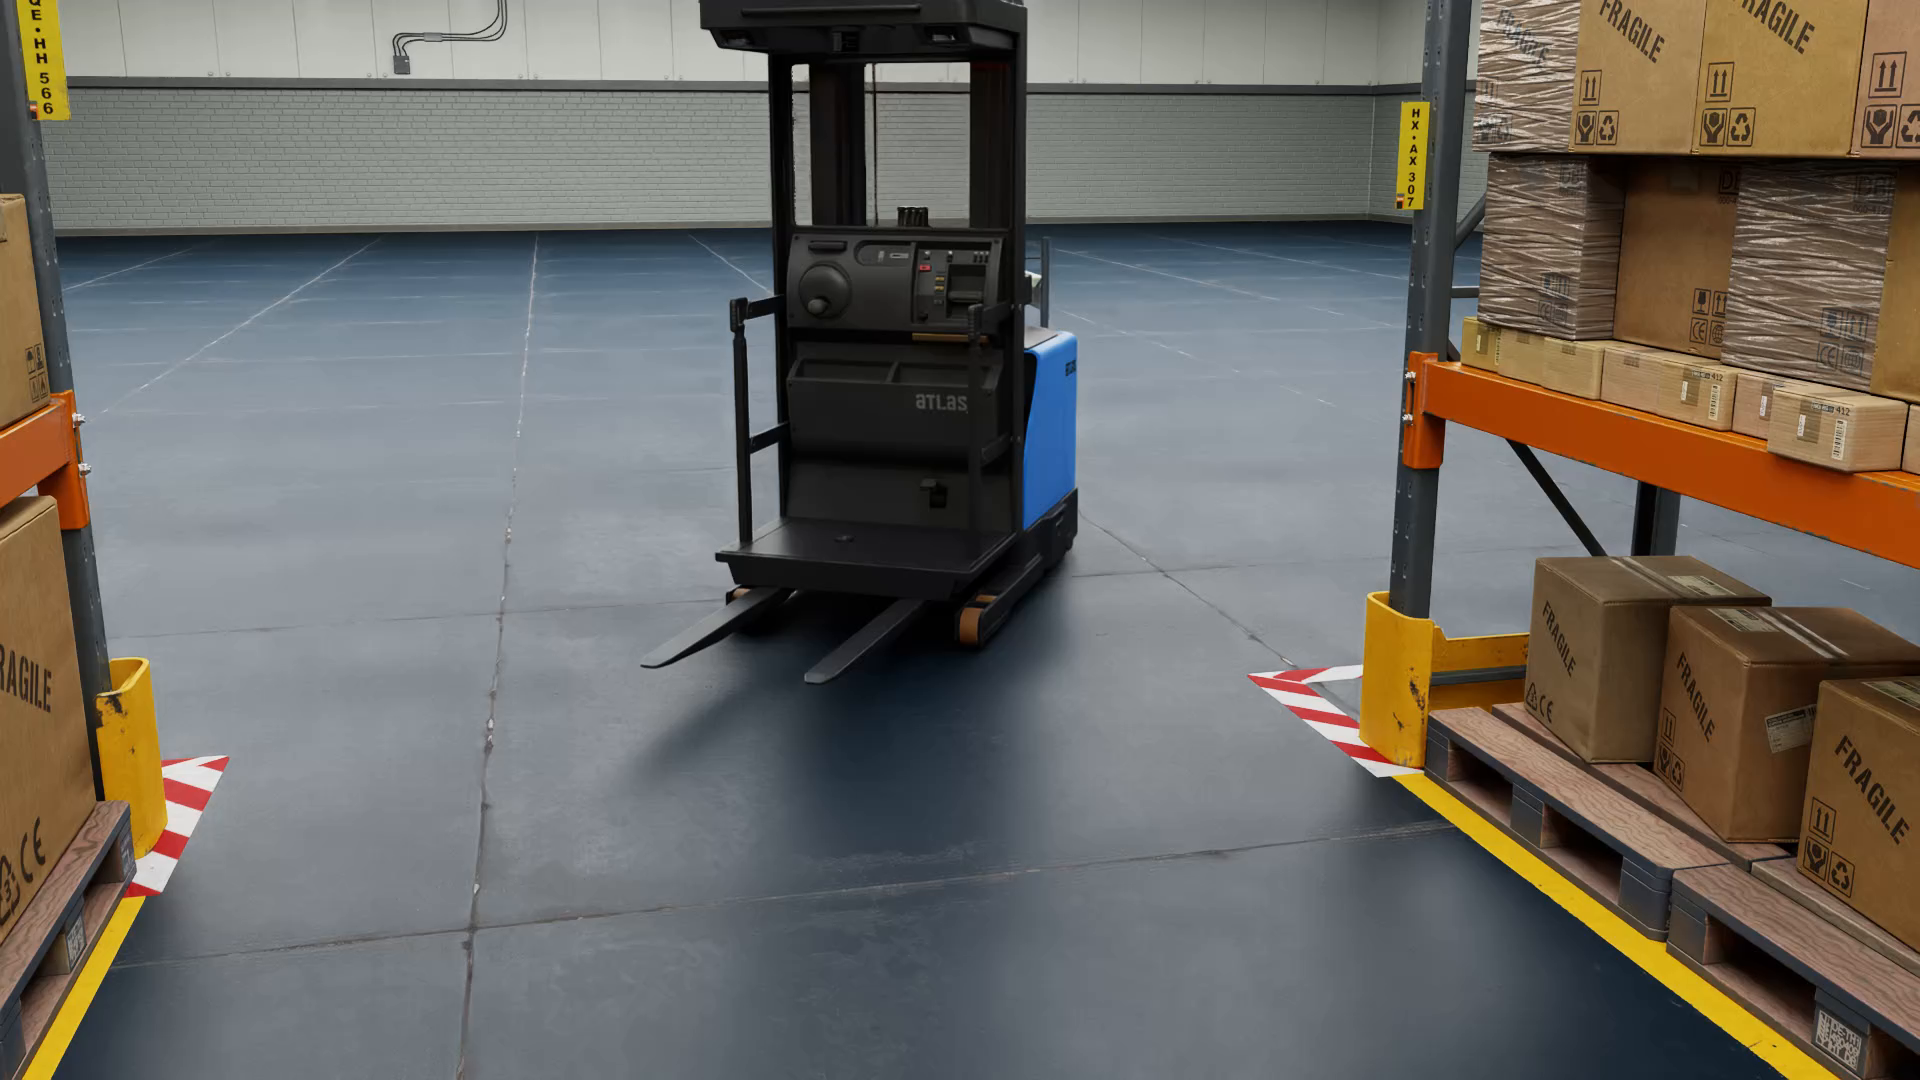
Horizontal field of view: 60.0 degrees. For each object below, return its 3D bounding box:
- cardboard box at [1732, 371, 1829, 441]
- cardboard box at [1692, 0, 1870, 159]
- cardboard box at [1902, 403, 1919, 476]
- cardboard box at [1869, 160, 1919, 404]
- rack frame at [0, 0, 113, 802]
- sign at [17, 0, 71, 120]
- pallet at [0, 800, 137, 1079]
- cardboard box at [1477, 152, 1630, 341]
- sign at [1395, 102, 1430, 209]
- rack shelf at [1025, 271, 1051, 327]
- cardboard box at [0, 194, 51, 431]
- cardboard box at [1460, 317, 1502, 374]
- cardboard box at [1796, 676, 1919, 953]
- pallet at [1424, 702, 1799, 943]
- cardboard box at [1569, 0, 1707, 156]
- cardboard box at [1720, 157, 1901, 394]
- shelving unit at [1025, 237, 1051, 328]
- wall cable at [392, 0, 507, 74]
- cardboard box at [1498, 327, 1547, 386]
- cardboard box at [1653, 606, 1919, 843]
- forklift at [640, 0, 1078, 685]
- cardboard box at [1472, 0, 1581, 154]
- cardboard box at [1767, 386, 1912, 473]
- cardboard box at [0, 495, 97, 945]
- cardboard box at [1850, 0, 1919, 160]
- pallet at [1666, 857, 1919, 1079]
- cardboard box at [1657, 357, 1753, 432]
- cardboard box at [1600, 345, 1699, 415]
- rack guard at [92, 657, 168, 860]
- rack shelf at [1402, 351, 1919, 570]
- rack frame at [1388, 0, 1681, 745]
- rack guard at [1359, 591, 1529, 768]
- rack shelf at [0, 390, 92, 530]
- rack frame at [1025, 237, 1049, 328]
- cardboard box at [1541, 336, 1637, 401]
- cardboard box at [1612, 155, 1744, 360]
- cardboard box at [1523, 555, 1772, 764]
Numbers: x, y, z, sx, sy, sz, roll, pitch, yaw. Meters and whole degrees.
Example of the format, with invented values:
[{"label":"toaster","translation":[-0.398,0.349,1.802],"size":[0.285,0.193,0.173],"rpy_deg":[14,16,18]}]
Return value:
[{"label":"cardboard box","translation":[2.073,-0.315,3.924],"size":[0.380,0.149,0.250],"rpy_deg":[-3,14,-13]},{"label":"cardboard box","translation":[2.031,-1.109,3.703],"size":[0.500,0.500,0.500],"rpy_deg":[-3,14,-13]},{"label":"cardboard box","translation":[2.218,-0.201,3.458],"size":[0.380,0.149,0.250],"rpy_deg":[-3,14,-13]},{"label":"cardboard box","translation":[2.455,-0.526,3.422],"size":[0.875,0.500,0.500],"rpy_deg":[-3,14,-13]},{"label":"rack frame","translation":[-2.908,-0.550,4.360],"size":[1.000,3.000,0.127],"rpy_deg":[-3,14,-13]},{"label":"sign","translation":[-2.377,-1.255,4.305],"size":[0.100,0.325,0.005],"rpy_deg":[-3,14,-13]},{"label":"pallet","translation":[-2.644,0.984,3.954],"size":[1.003,0.211,1.213],"rpy_deg":[-3,14,-13]},{"label":"cardboard box","translation":[2.040,-0.868,4.823],"size":[0.875,0.500,0.500],"rpy_deg":[-3,14,-13]},{"label":"sign","translation":[1.410,-1.194,5.169],"size":[0.100,0.325,0.005],"rpy_deg":[-3,14,-13]},{"label":"rack shelf","translation":[0.170,-1.233,8.668],"size":[0.431,0.370,0.720],"rpy_deg":[-3,14,-12]},{"label":"cardboard box","translation":[-2.776,-0.540,4.002],"size":[0.875,0.550,0.550],"rpy_deg":[-3,14,-13]},{"label":"cardboard box","translation":[1.773,-0.603,5.102],"size":[0.380,0.149,0.250],"rpy_deg":[-3,14,-13]},{"label":"cardboard box","translation":[2.370,0.633,3.897],"size":[0.500,0.500,0.500],"rpy_deg":[-2,14,-8]},{"label":"pallet","translation":[2.112,0.758,4.880],"size":[1.003,0.211,1.213],"rpy_deg":[-3,14,-13]},{"label":"cardboard box","translation":[1.912,-1.225,4.175],"size":[0.500,0.500,0.500],"rpy_deg":[-3,14,-13]},{"label":"cardboard box","translation":[2.349,-0.642,3.897],"size":[0.875,0.500,0.500],"rpy_deg":[-3,14,-13]},{"label":"shelving unit","translation":[0.170,-0.854,8.761],"size":[0.431,1.500,0.755],"rpy_deg":[-3,14,-12]},{"label":"wall cable","translation":[-10.453,-12.529,33.583],"size":[2.305,6.003,0.169],"rpy_deg":[-3,14,-13]},{"label":"cardboard box","translation":[1.813,-0.544,4.862],"size":[0.380,0.149,0.250],"rpy_deg":[-3,14,-13]},{"label":"cardboard box","translation":[2.241,0.488,4.493],"size":[0.500,0.500,0.500],"rpy_deg":[0,14,2]},{"label":"forklift","translation":[-0.338,-1.096,6.736],"size":[1.130,2.935,3.031],"rpy_deg":[4,14,17]},{"label":"cardboard box","translation":[1.802,-1.340,4.649],"size":[0.500,0.500,0.500],"rpy_deg":[-3,14,-13]},{"label":"cardboard box","translation":[2.031,-0.251,3.664],"size":[0.380,0.149,0.250],"rpy_deg":[-3,14,-13]},{"label":"cardboard box","translation":[-2.684,0.430,3.937],"size":[0.875,0.875,0.875],"rpy_deg":[-3,14,-13]},{"label":"cardboard box","translation":[2.154,-0.994,3.232],"size":[0.500,0.500,0.500],"rpy_deg":[-3,14,-13]},{"label":"pallet","translation":[2.395,1.039,3.730],"size":[1.003,0.211,1.213],"rpy_deg":[-3,14,-13]},{"label":"cardboard box","translation":[1.987,-0.371,4.153],"size":[0.380,0.149,0.250],"rpy_deg":[-3,14,-13]},{"label":"cardboard box","translation":[1.936,-0.429,4.391],"size":[0.380,0.149,0.250],"rpy_deg":[-3,14,-13]},{"label":"rack guard","translation":[-2.913,0.658,4.679],"size":[1.175,0.500,0.348],"rpy_deg":[-3,14,-13]},{"label":"rack shelf","translation":[2.407,0.007,3.593],"size":[1.077,0.370,4.000],"rpy_deg":[-3,14,-13]},{"label":"rack frame","translation":[1.937,-0.804,5.396],"size":[1.000,3.000,0.127],"rpy_deg":[-3,14,-13]},{"label":"rack guard","translation":[1.955,0.428,5.621],"size":[1.175,0.500,0.348],"rpy_deg":[-3,14,-13]},{"label":"rack shelf","translation":[-2.438,0.260,2.557],"size":[1.077,0.370,4.000],"rpy_deg":[-3,14,-13]},{"label":"rack frame","translation":[0.247,-0.769,8.413],"size":[0.400,1.500,0.023],"rpy_deg":[-3,14,-12]},{"label":"cardboard box","translation":[1.857,-0.485,4.622],"size":[0.380,0.149,0.250],"rpy_deg":[-3,14,-13]},{"label":"cardboard box","translation":[2.274,-0.760,4.378],"size":[0.875,0.500,0.500],"rpy_deg":[-3,14,-13]},{"label":"cardboard box","translation":[2.068,0.352,5.049],"size":[0.500,0.500,0.500],"rpy_deg":[-1,14,-3]}]
